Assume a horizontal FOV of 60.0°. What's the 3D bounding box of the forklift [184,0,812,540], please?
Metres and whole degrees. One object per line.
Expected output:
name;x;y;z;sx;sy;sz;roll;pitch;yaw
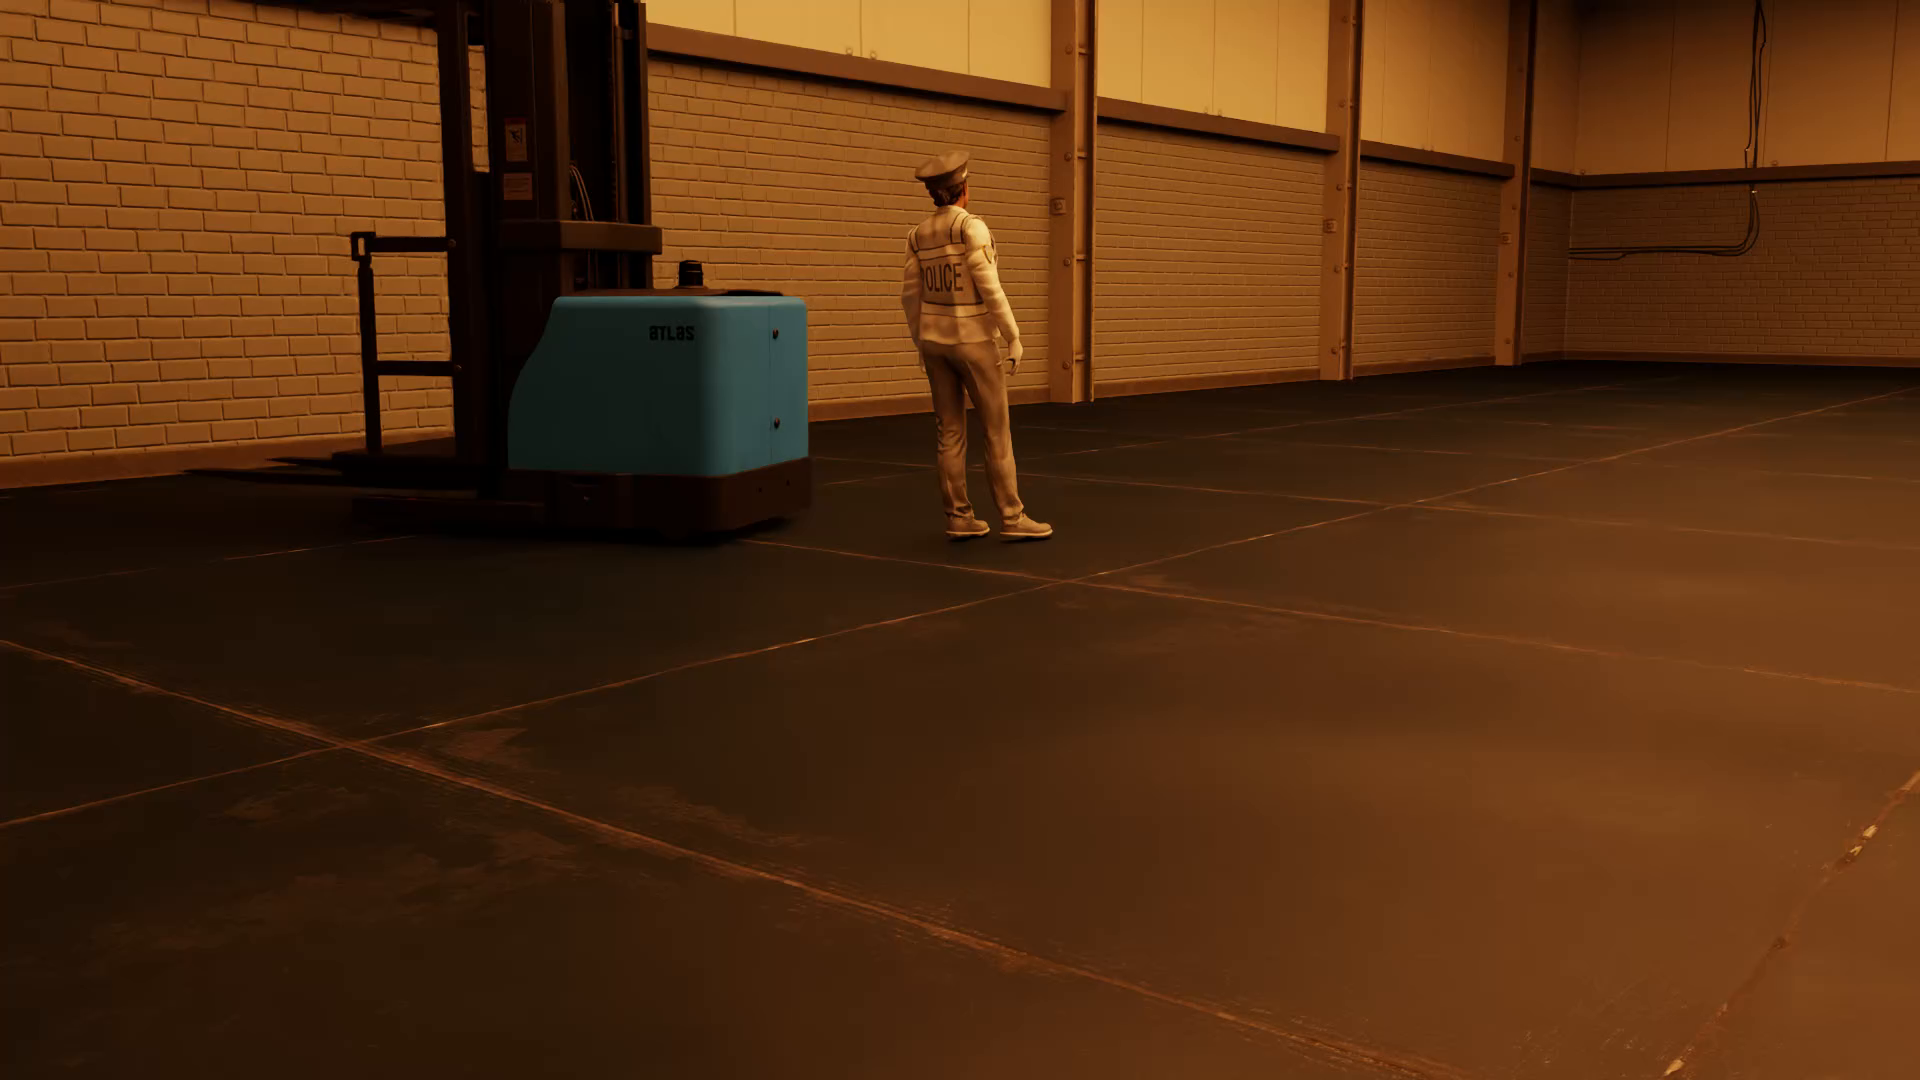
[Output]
forklift;-2.289;-1.550;7.874;3.031;2.935;1.130;3;9;18

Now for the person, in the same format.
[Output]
person;0.049;-0.853;7.330;0.587;1.694;0.529;7;11;38
